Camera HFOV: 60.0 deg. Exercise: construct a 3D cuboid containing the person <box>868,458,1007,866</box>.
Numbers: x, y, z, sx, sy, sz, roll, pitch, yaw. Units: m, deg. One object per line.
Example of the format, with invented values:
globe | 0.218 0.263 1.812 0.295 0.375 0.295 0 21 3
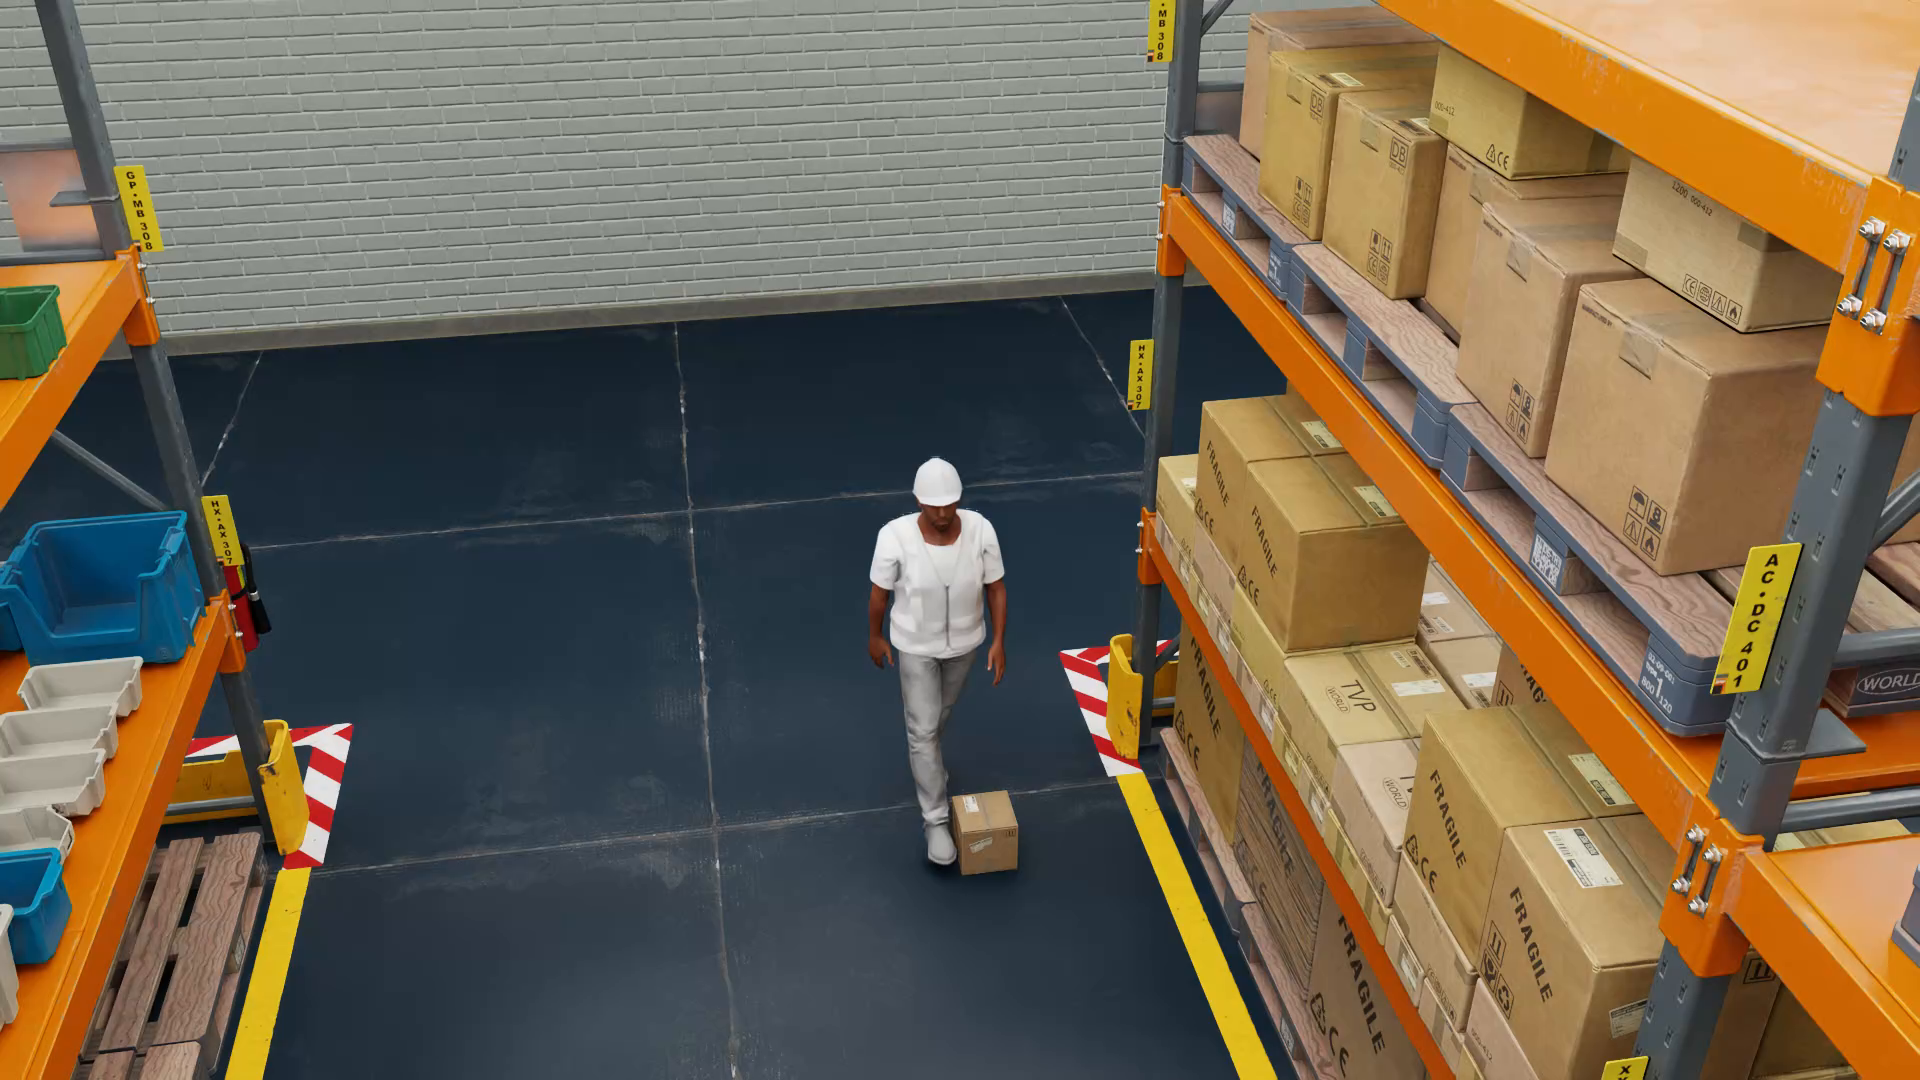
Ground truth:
person | -0.039 0.494 7.240 0.582 1.732 0.933 -11 32 -17
